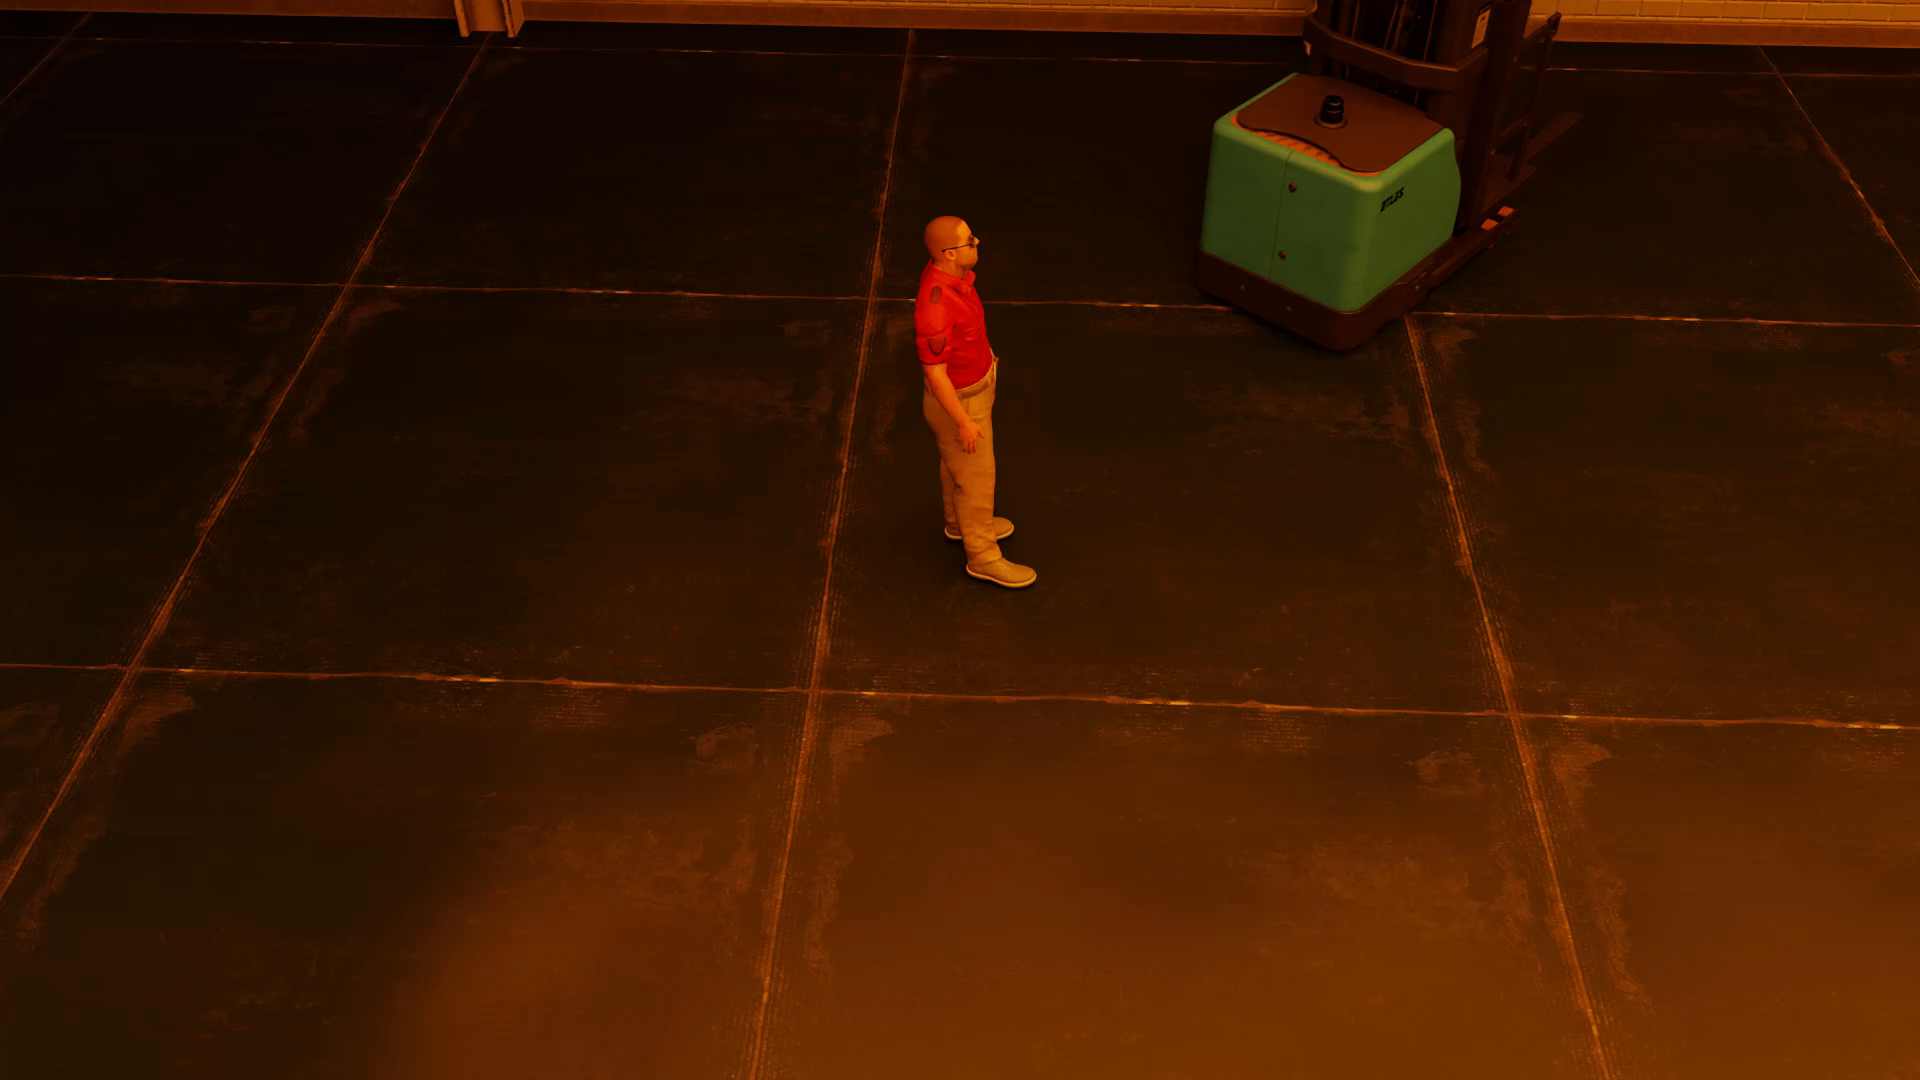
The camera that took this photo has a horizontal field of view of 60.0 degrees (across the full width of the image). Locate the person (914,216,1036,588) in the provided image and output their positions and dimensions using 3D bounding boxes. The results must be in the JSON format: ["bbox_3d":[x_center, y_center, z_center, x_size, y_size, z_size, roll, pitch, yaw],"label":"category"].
[{"bbox_3d":[0.089,-0.632,7.317,0.551,1.727,0.640,2,42,2],"label":"person"}]

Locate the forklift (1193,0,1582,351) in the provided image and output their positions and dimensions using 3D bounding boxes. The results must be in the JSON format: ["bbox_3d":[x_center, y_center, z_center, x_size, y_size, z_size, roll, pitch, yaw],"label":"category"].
[{"bbox_3d":[2.680,-3.009,9.039,1.130,2.935,3.031,31,51,30],"label":"forklift"}]
